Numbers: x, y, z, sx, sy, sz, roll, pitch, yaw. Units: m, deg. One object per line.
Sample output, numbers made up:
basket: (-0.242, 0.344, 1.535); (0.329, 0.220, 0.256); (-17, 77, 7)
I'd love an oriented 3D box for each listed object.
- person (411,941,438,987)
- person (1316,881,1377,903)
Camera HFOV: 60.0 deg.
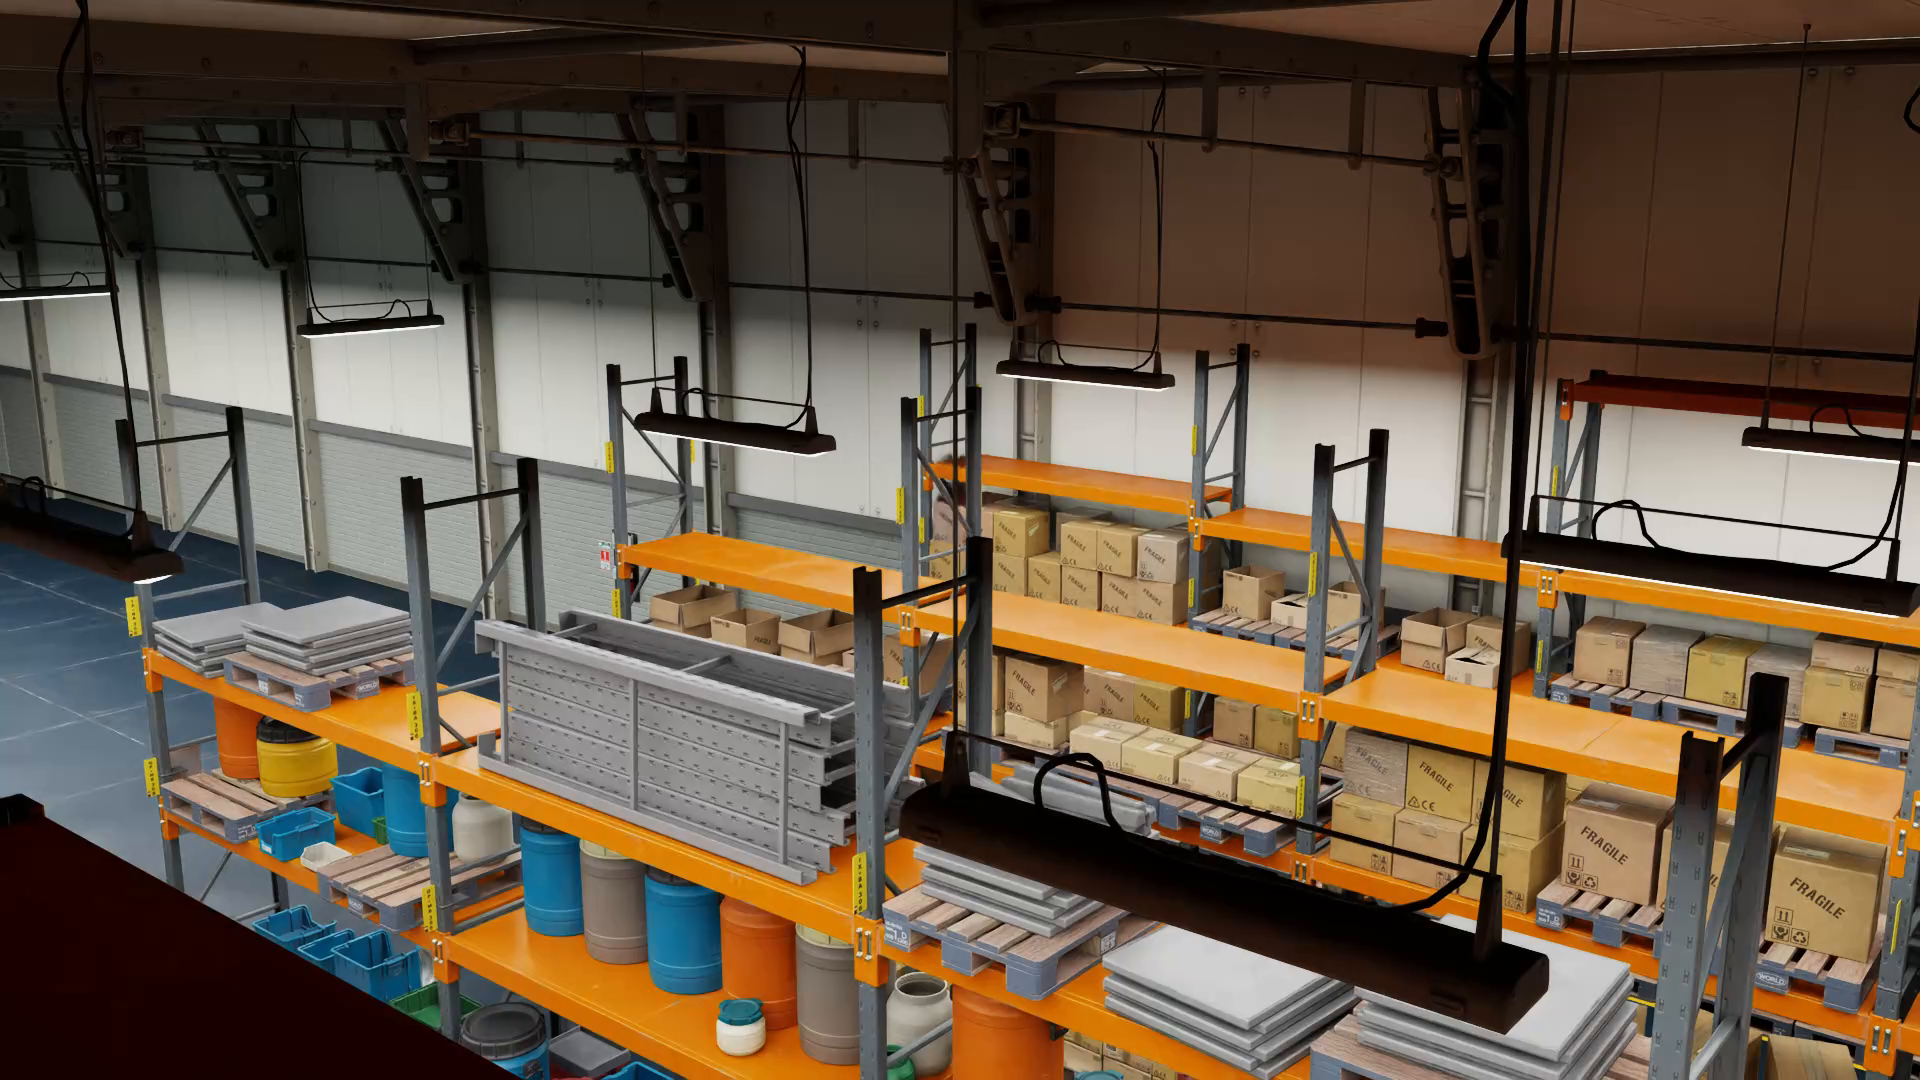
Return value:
person: (-5.029, 3.768, 15.770); (0.473, 1.682, 0.542); (-10, 16, -39)
person: (3.667, 3.655, 16.042); (0.995, 1.695, 0.659); (9, 16, 36)
